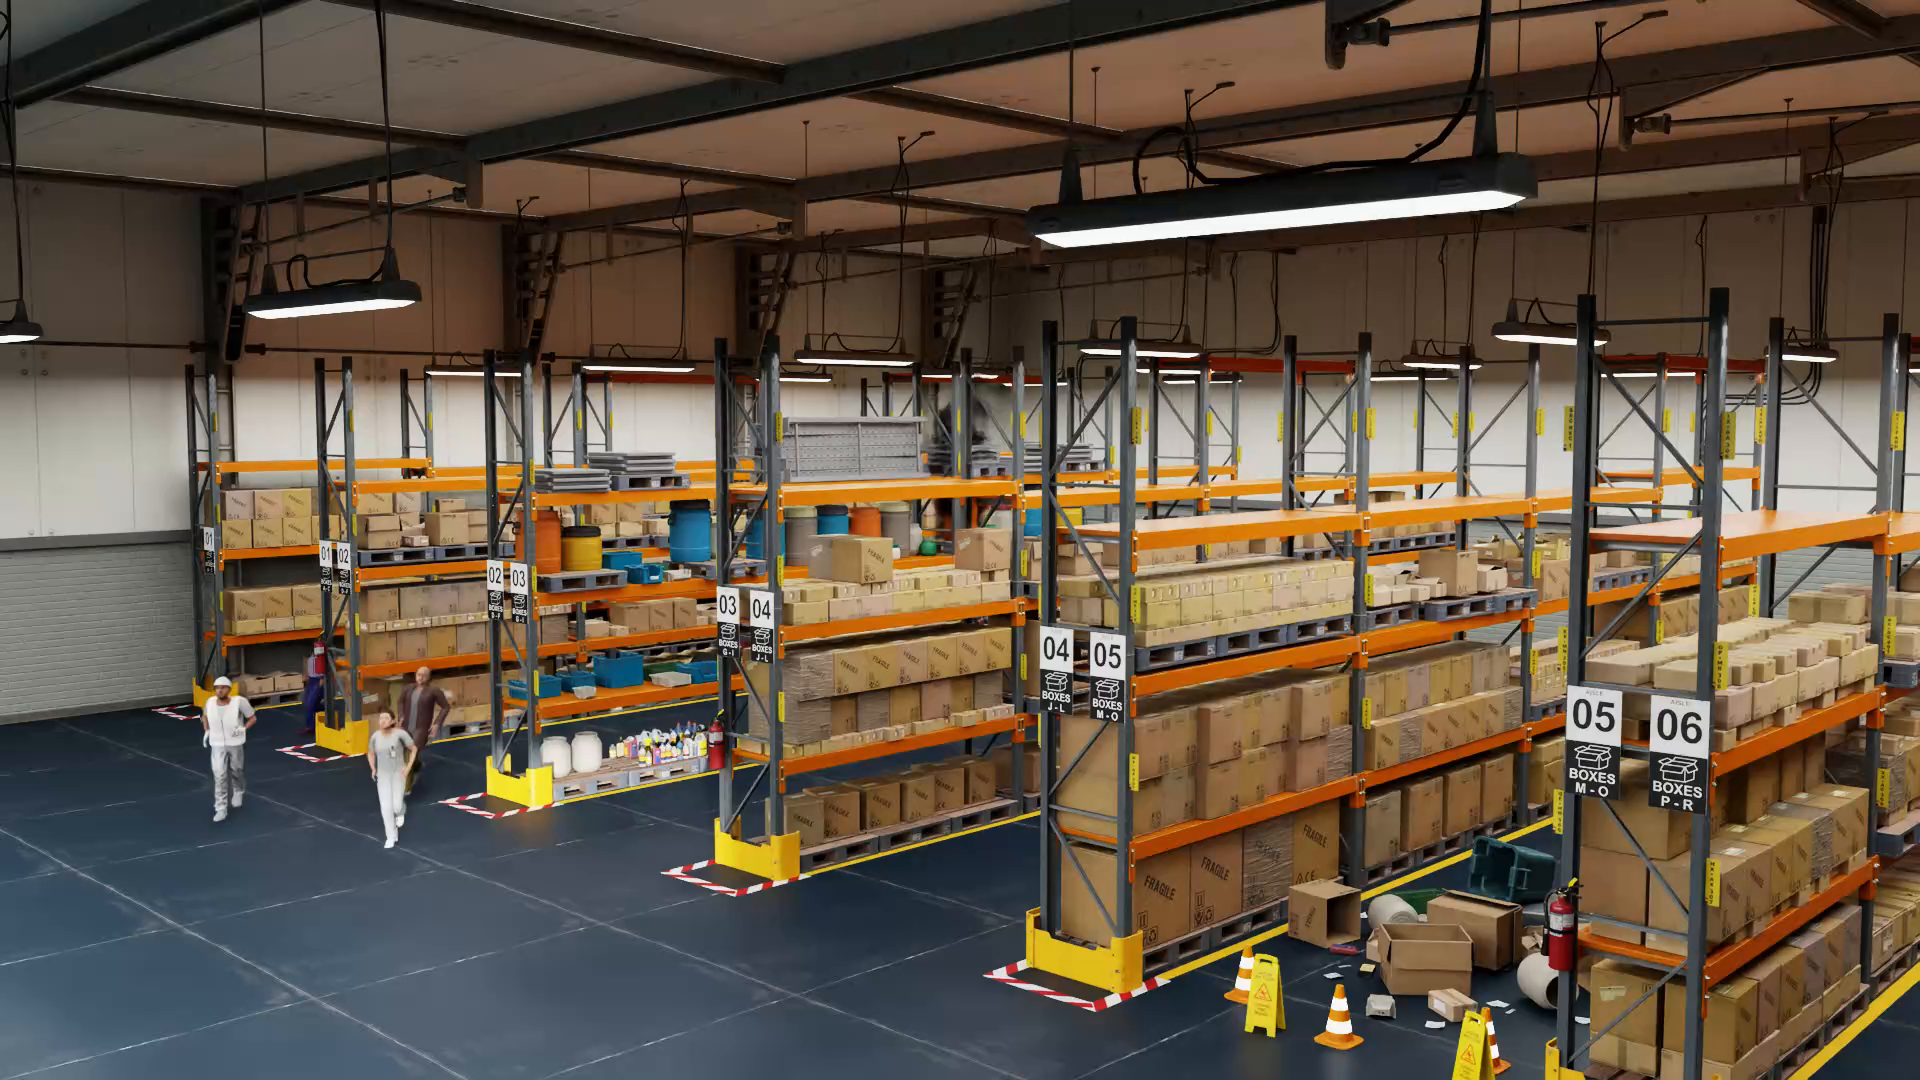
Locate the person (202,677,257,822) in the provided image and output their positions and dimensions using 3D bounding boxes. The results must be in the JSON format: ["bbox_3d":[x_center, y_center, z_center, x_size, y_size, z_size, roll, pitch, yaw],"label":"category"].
[{"bbox_3d":[-9.330,2.614,21.237,0.673,1.776,0.962,-1,5,-14],"label":"person"}]

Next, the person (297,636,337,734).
[{"bbox_3d":[-10.321,2.327,26.870,0.637,1.581,0.705,3,5,34],"label":"person"}]

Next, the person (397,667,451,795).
[{"bbox_3d":[-7.280,2.570,22.496,0.770,1.740,0.862,1,4,13],"label":"person"}]

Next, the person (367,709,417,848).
[{"bbox_3d":[-6.813,2.828,19.997,0.573,1.655,0.637,0,4,-4],"label":"person"}]
